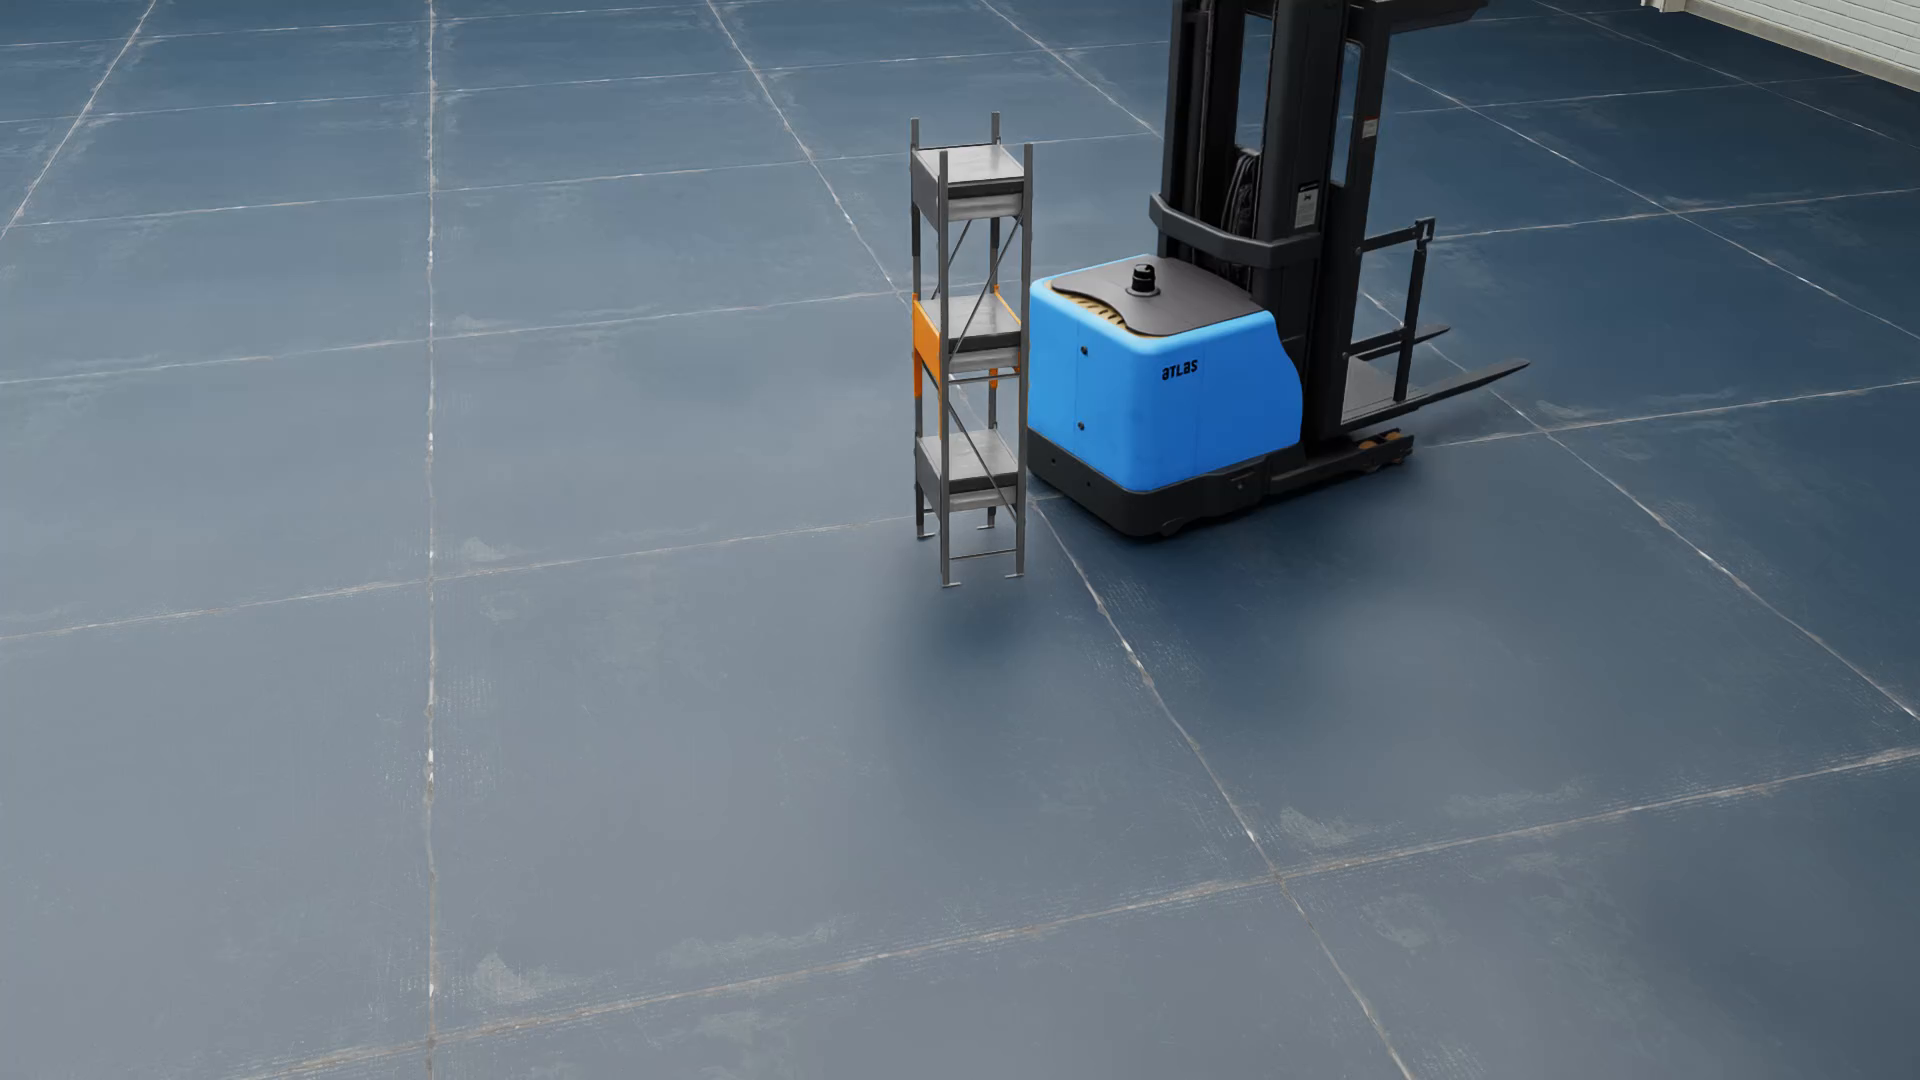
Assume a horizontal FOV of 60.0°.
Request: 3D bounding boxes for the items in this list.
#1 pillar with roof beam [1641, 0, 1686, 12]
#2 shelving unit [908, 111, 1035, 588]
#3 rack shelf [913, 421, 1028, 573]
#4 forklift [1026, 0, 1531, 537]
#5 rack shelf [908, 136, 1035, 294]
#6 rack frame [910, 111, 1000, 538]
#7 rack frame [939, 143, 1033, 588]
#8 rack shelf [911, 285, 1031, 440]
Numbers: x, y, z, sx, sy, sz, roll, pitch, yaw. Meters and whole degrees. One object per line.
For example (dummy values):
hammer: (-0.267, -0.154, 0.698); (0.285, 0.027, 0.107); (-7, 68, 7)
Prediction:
pillar with roof beam: (3.655, -9.230, 15.213); (9.100, 9.000, 0.400); (-8, 31, -13)
shelving unit: (0.044, -0.829, 7.586); (0.431, 2.100, 0.503); (-8, 31, -13)
rack shelf: (0.044, -0.211, 7.943); (0.431, 0.518, 0.480); (-8, 31, -13)
forklift: (1.837, -1.834, 8.492); (3.031, 2.935, 1.130); (-18, 35, -28)
rack shelf: (0.044, -1.423, 7.242); (0.431, 0.518, 0.480); (-8, 31, -13)
rack frame: (-0.021, -0.947, 7.789); (0.400, 2.100, 0.015); (-8, 31, -13)
rack frame: (0.109, -0.711, 7.382); (0.400, 2.100, 0.015); (-8, 31, -13)
rack shelf: (0.044, -0.817, 7.593); (0.431, 0.518, 0.480); (-8, 31, -13)
